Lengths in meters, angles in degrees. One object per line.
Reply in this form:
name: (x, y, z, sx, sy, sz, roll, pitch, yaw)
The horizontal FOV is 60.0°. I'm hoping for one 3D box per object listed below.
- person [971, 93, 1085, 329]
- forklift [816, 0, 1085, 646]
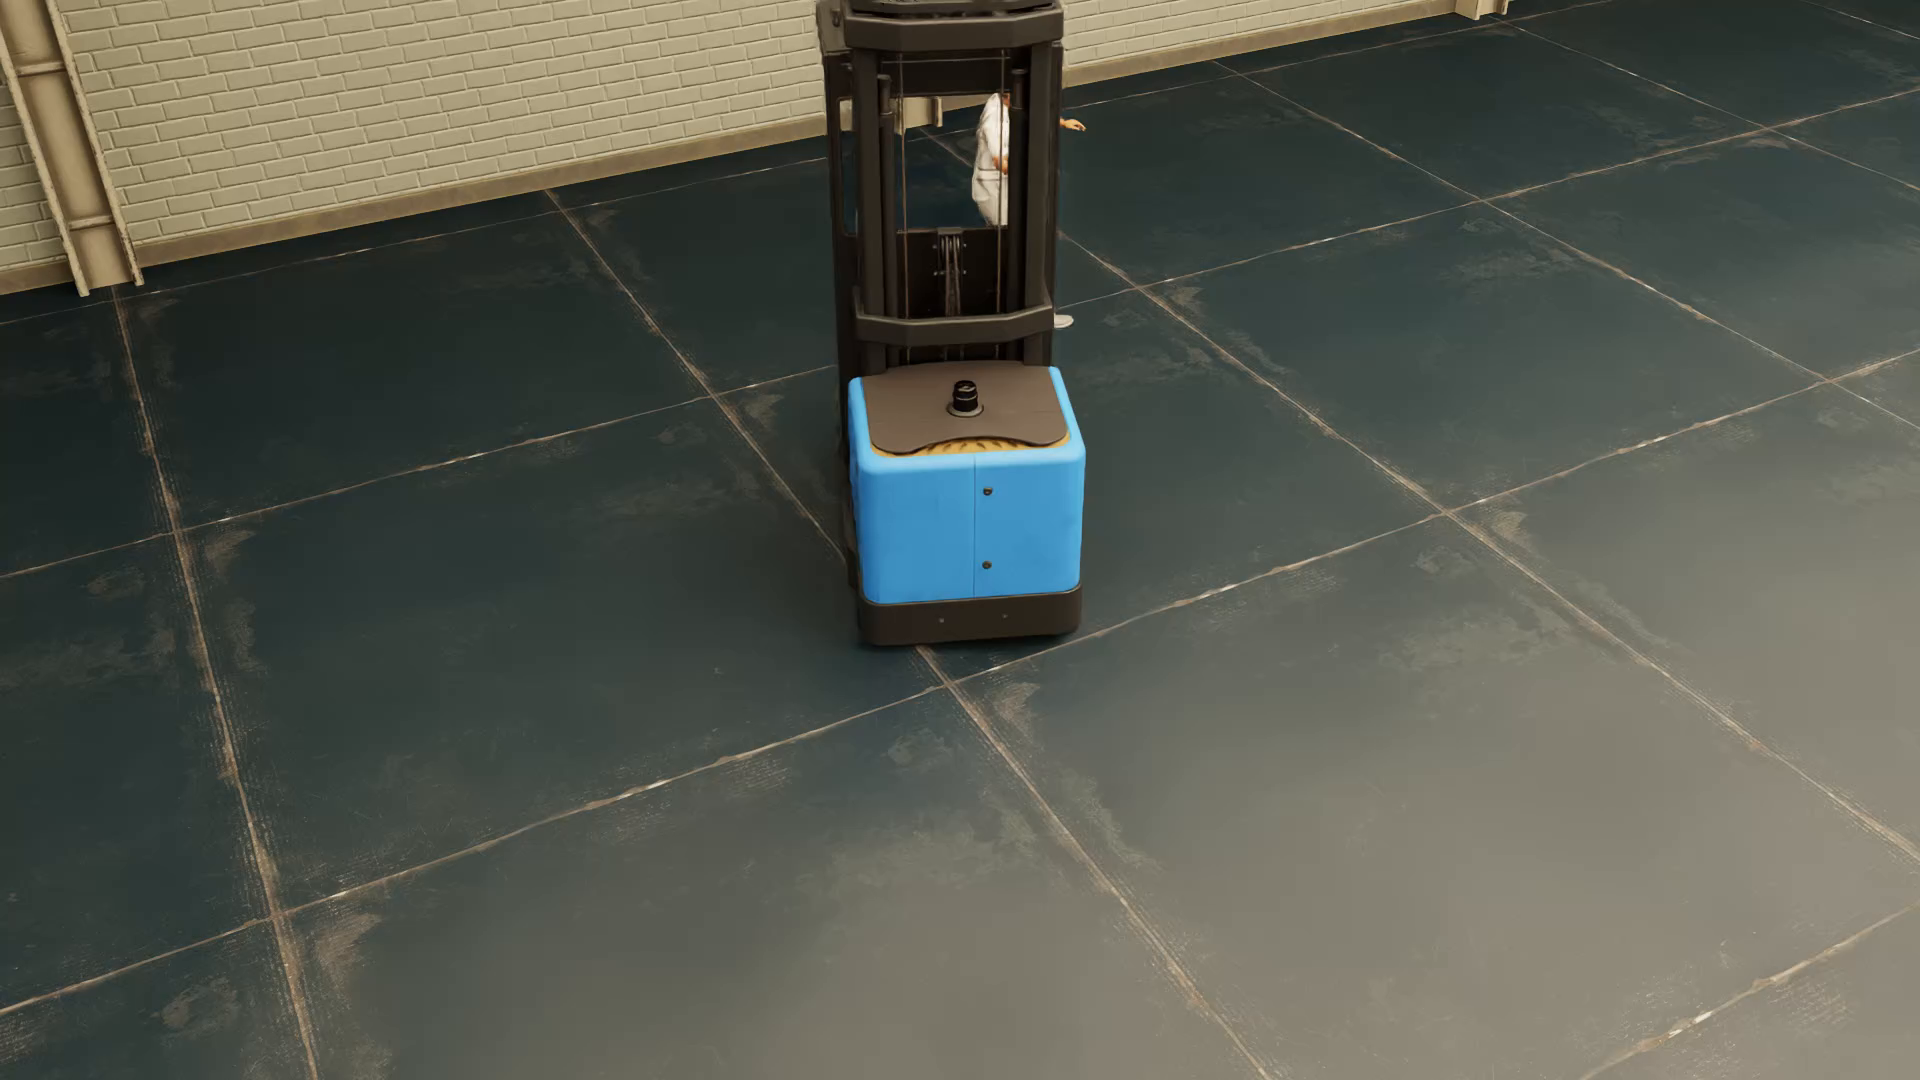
person: (0.430, -2.309, 10.666, 0.809, 1.455, 1.253, 7, 36, 10)
forklift: (-0.106, -1.535, 8.294, 1.130, 2.935, 3.031, -4, 35, -5)
